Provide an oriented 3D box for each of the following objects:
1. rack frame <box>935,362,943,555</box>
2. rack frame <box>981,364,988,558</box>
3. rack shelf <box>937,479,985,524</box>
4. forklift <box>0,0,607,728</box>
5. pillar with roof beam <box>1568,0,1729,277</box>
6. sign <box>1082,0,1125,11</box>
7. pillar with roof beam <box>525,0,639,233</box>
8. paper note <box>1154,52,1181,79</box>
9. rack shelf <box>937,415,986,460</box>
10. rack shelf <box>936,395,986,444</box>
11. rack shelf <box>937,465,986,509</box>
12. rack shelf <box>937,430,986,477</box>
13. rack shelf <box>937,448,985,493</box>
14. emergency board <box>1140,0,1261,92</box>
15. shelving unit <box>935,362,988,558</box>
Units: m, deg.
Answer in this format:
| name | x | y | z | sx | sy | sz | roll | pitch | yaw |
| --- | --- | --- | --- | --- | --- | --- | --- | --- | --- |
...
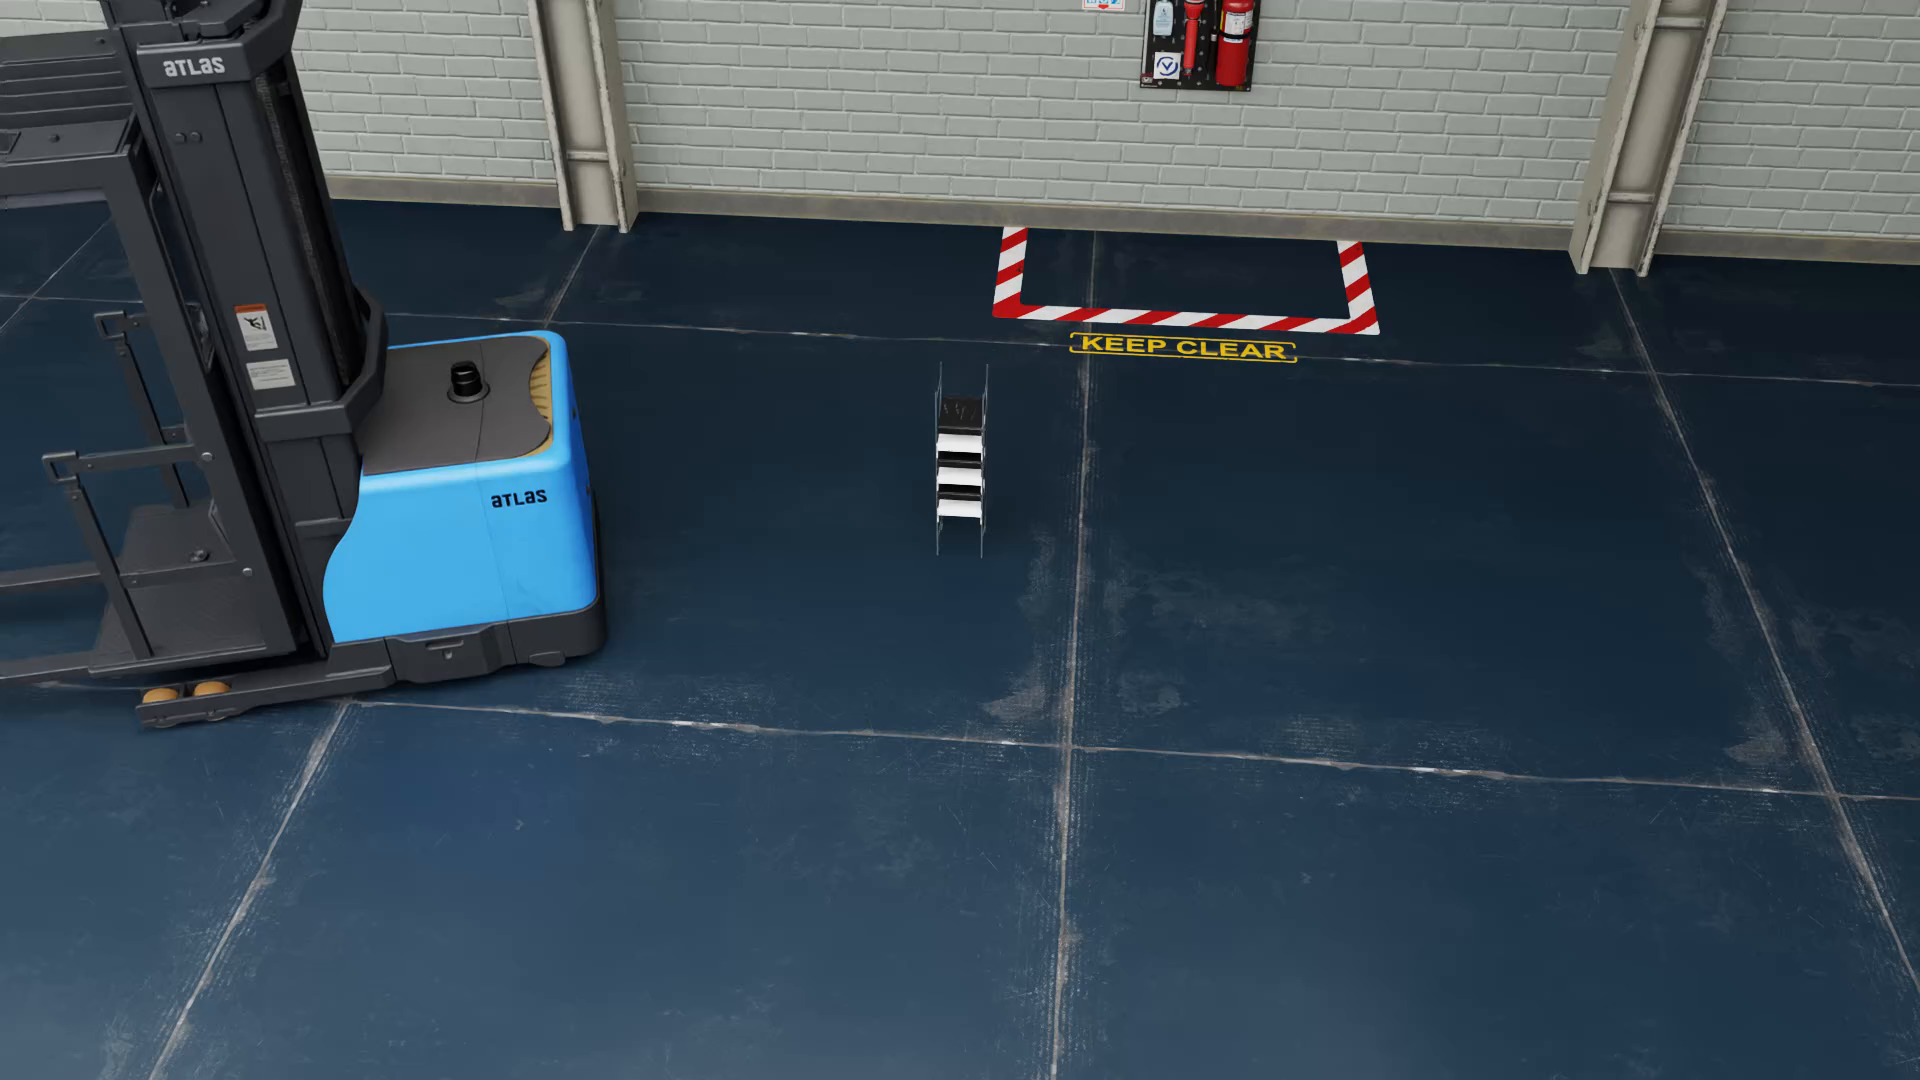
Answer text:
| name | x | y | z | sx | sy | sz | roll | pitch | yaw |
| --- | --- | --- | --- | --- | --- | --- | --- | --- | --- |
| rack frame | -0.093 | -0.354 | 7.472 | 0.006 | 0.900 | 0.240 | 3 | 39 | 4 |
| rack frame | 0.109 | -0.343 | 7.459 | 0.006 | 0.900 | 0.240 | 3 | 39 | 4 |
| rack shelf | 0.008 | -0.183 | 7.600 | 0.200 | 0.077 | 0.258 | 3 | 39 | 4 |
| forklift | -3.082 | -0.734 | 6.330 | 3.031 | 2.935 | 1.130 | -8 | 40 | -9 |
| pillar with roof beam | 3.422 | -2.415 | 3.588 | 0.400 | 9.000 | 9.100 | 3 | 39 | 4 |
| sign | 0.793 | -3.063 | 9.109 | 0.234 | 0.329 | 0.001 | 3 | 39 | 4 |
| pillar with roof beam | -2.555 | -2.742 | 3.990 | 0.400 | 9.000 | 9.100 | 3 | 39 | 4 |
| paper note | 1.165 | -2.666 | 9.346 | 0.142 | 0.148 | 0.016 | 3 | 39 | 4 |
| rack shelf | 0.008 | -0.462 | 7.373 | 0.200 | 0.077 | 0.258 | 3 | 39 | 4 |
| rack shelf | 0.008 | -0.532 | 7.316 | 0.200 | 0.077 | 0.258 | 3 | 39 | 4 |
| rack shelf | 0.008 | -0.253 | 7.543 | 0.200 | 0.077 | 0.258 | 3 | 39 | 4 |
| rack shelf | 0.008 | -0.393 | 7.430 | 0.200 | 0.077 | 0.258 | 3 | 39 | 4 |
| rack shelf | 0.008 | -0.323 | 7.486 | 0.200 | 0.077 | 0.258 | 3 | 39 | 4 |
| emergency board | 1.335 | -2.954 | 9.003 | 0.643 | 1.169 | 0.194 | 3 | 39 | 4 |
| shelving unit | 0.008 | -0.349 | 7.465 | 0.210 | 0.900 | 0.258 | 3 | 39 | 4 |
